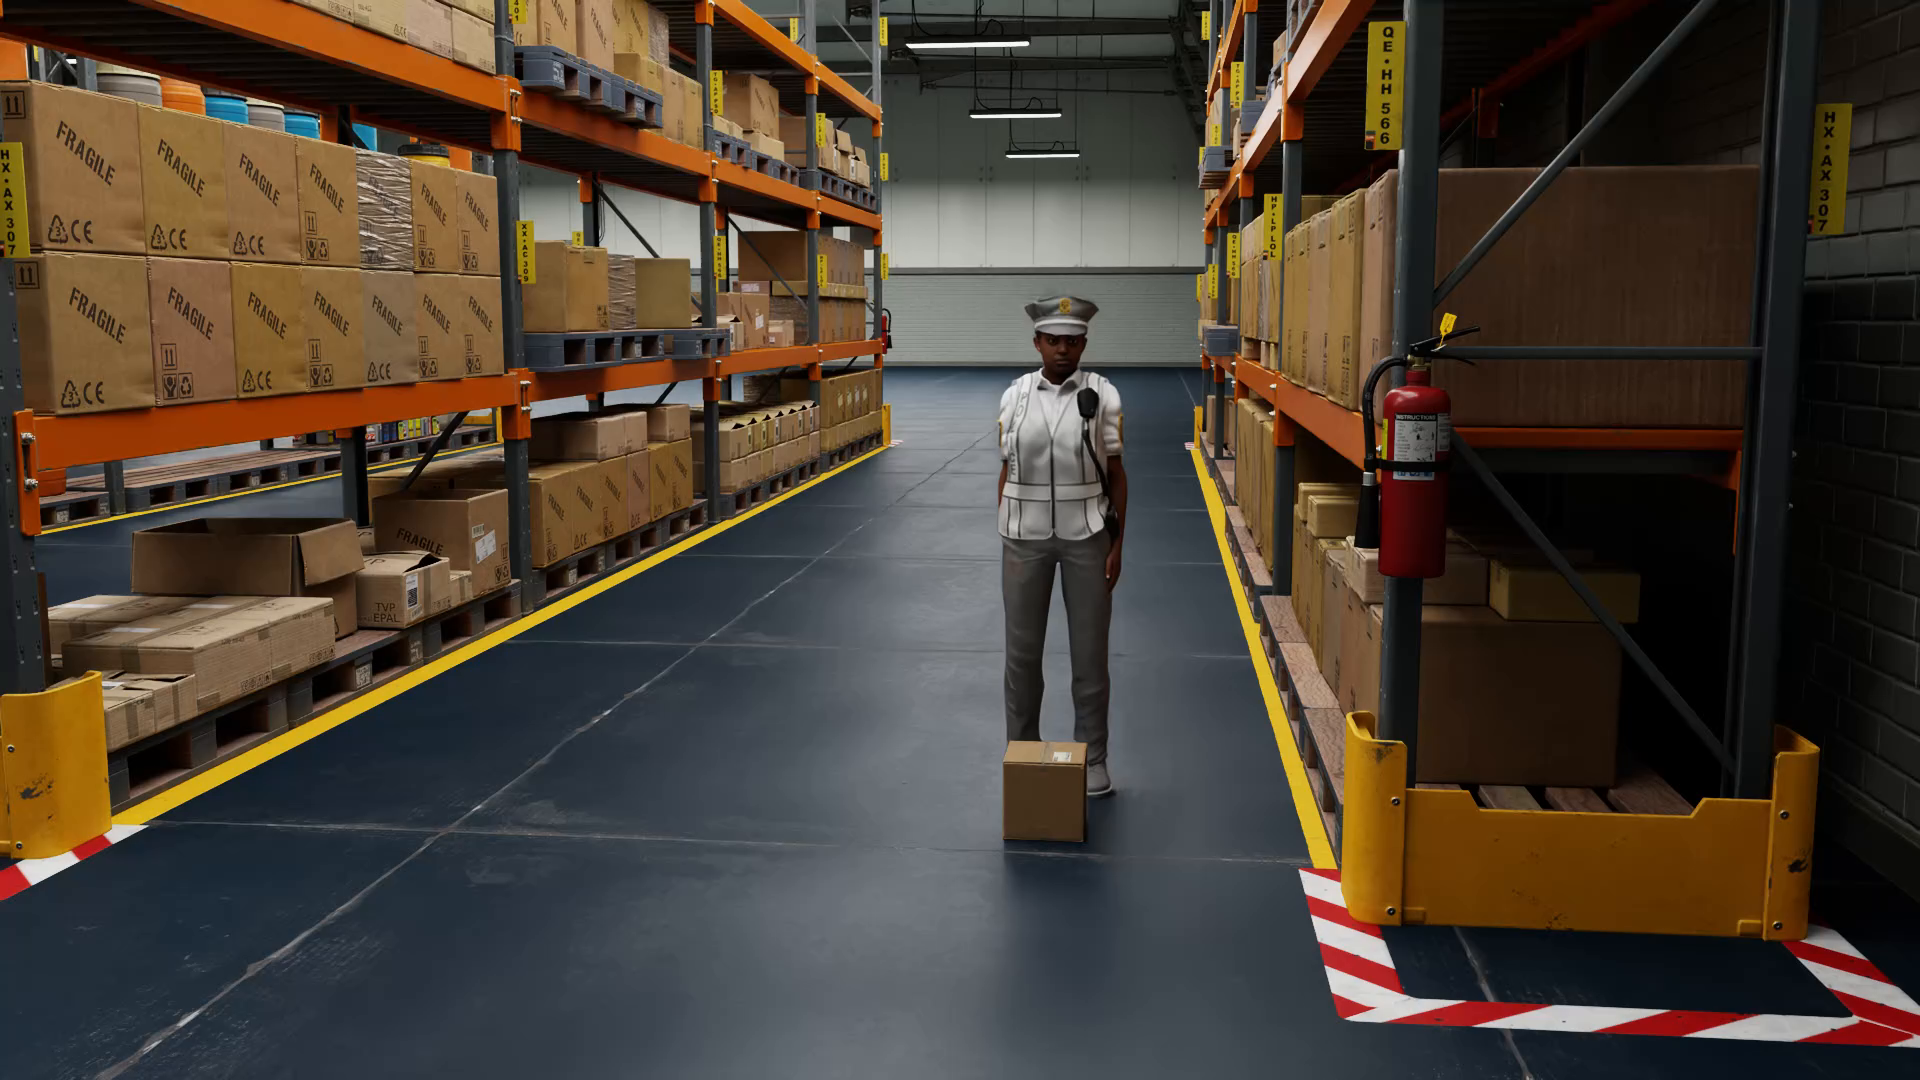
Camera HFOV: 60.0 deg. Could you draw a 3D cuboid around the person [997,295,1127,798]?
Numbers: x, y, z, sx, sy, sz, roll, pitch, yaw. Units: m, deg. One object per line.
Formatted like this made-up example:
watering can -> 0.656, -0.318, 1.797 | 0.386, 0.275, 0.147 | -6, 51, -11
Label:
person -> 0.340, 0.023, 5.611 | 0.443, 1.681, 0.340 | 1, 8, 8
